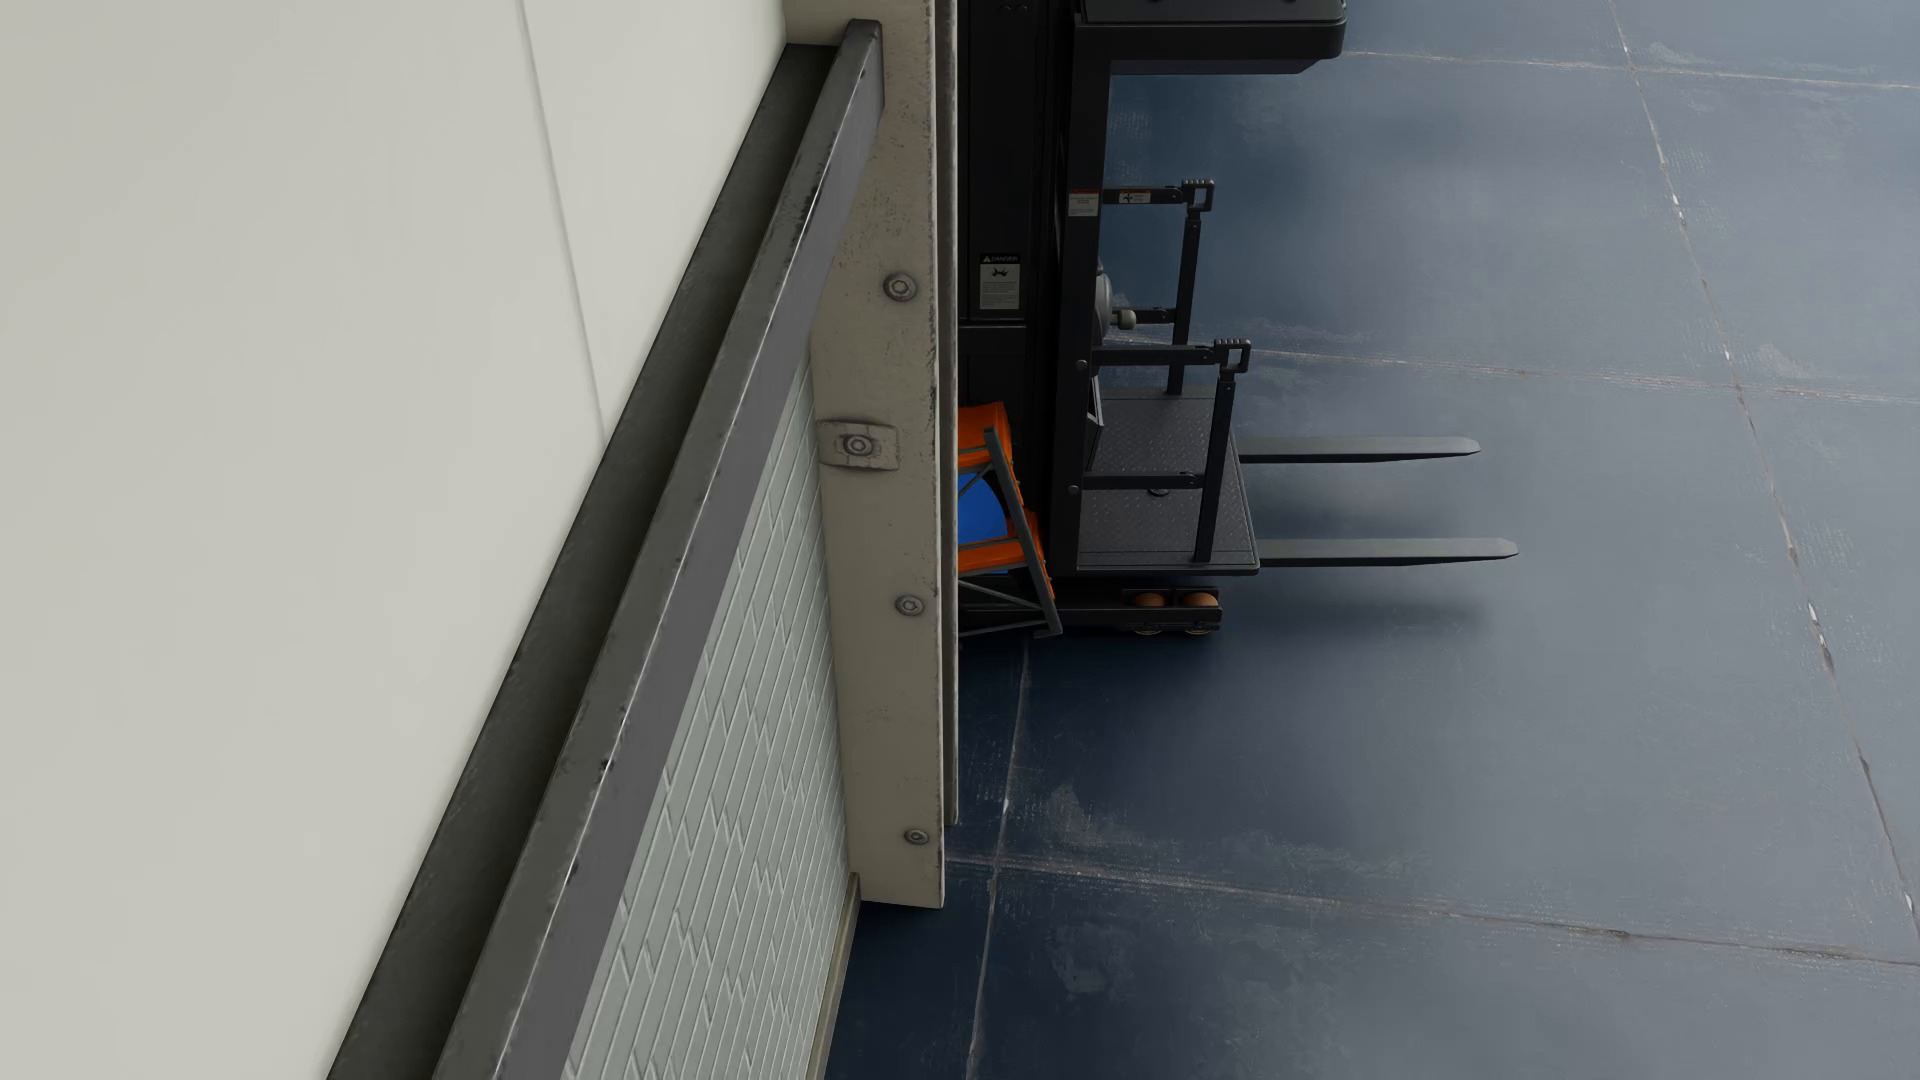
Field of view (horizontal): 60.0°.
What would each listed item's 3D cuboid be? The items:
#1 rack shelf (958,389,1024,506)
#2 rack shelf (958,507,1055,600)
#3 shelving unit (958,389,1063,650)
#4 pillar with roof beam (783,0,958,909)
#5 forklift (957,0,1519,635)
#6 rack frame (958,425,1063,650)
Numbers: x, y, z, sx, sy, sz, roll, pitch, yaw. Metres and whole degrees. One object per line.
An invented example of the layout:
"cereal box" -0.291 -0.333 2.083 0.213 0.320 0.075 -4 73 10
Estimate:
"rack shelf" -0.072 -0.539 5.991 0.538 0.278 1.000 -10 49 10
"rack shelf" 0.057 -0.202 6.390 0.538 0.278 1.000 -10 49 10
"shelving unit" -0.002 -0.356 6.209 0.538 1.125 1.048 -10 49 10
"pillar with roof beam" 4.082 -1.812 2.119 9.100 9.000 0.400 5 44 6
"forklift" 0.625 -1.069 5.747 3.031 2.935 1.130 0 43 0
"rack frame" 0.008 0.031 5.879 0.500 1.125 0.032 -10 49 10
